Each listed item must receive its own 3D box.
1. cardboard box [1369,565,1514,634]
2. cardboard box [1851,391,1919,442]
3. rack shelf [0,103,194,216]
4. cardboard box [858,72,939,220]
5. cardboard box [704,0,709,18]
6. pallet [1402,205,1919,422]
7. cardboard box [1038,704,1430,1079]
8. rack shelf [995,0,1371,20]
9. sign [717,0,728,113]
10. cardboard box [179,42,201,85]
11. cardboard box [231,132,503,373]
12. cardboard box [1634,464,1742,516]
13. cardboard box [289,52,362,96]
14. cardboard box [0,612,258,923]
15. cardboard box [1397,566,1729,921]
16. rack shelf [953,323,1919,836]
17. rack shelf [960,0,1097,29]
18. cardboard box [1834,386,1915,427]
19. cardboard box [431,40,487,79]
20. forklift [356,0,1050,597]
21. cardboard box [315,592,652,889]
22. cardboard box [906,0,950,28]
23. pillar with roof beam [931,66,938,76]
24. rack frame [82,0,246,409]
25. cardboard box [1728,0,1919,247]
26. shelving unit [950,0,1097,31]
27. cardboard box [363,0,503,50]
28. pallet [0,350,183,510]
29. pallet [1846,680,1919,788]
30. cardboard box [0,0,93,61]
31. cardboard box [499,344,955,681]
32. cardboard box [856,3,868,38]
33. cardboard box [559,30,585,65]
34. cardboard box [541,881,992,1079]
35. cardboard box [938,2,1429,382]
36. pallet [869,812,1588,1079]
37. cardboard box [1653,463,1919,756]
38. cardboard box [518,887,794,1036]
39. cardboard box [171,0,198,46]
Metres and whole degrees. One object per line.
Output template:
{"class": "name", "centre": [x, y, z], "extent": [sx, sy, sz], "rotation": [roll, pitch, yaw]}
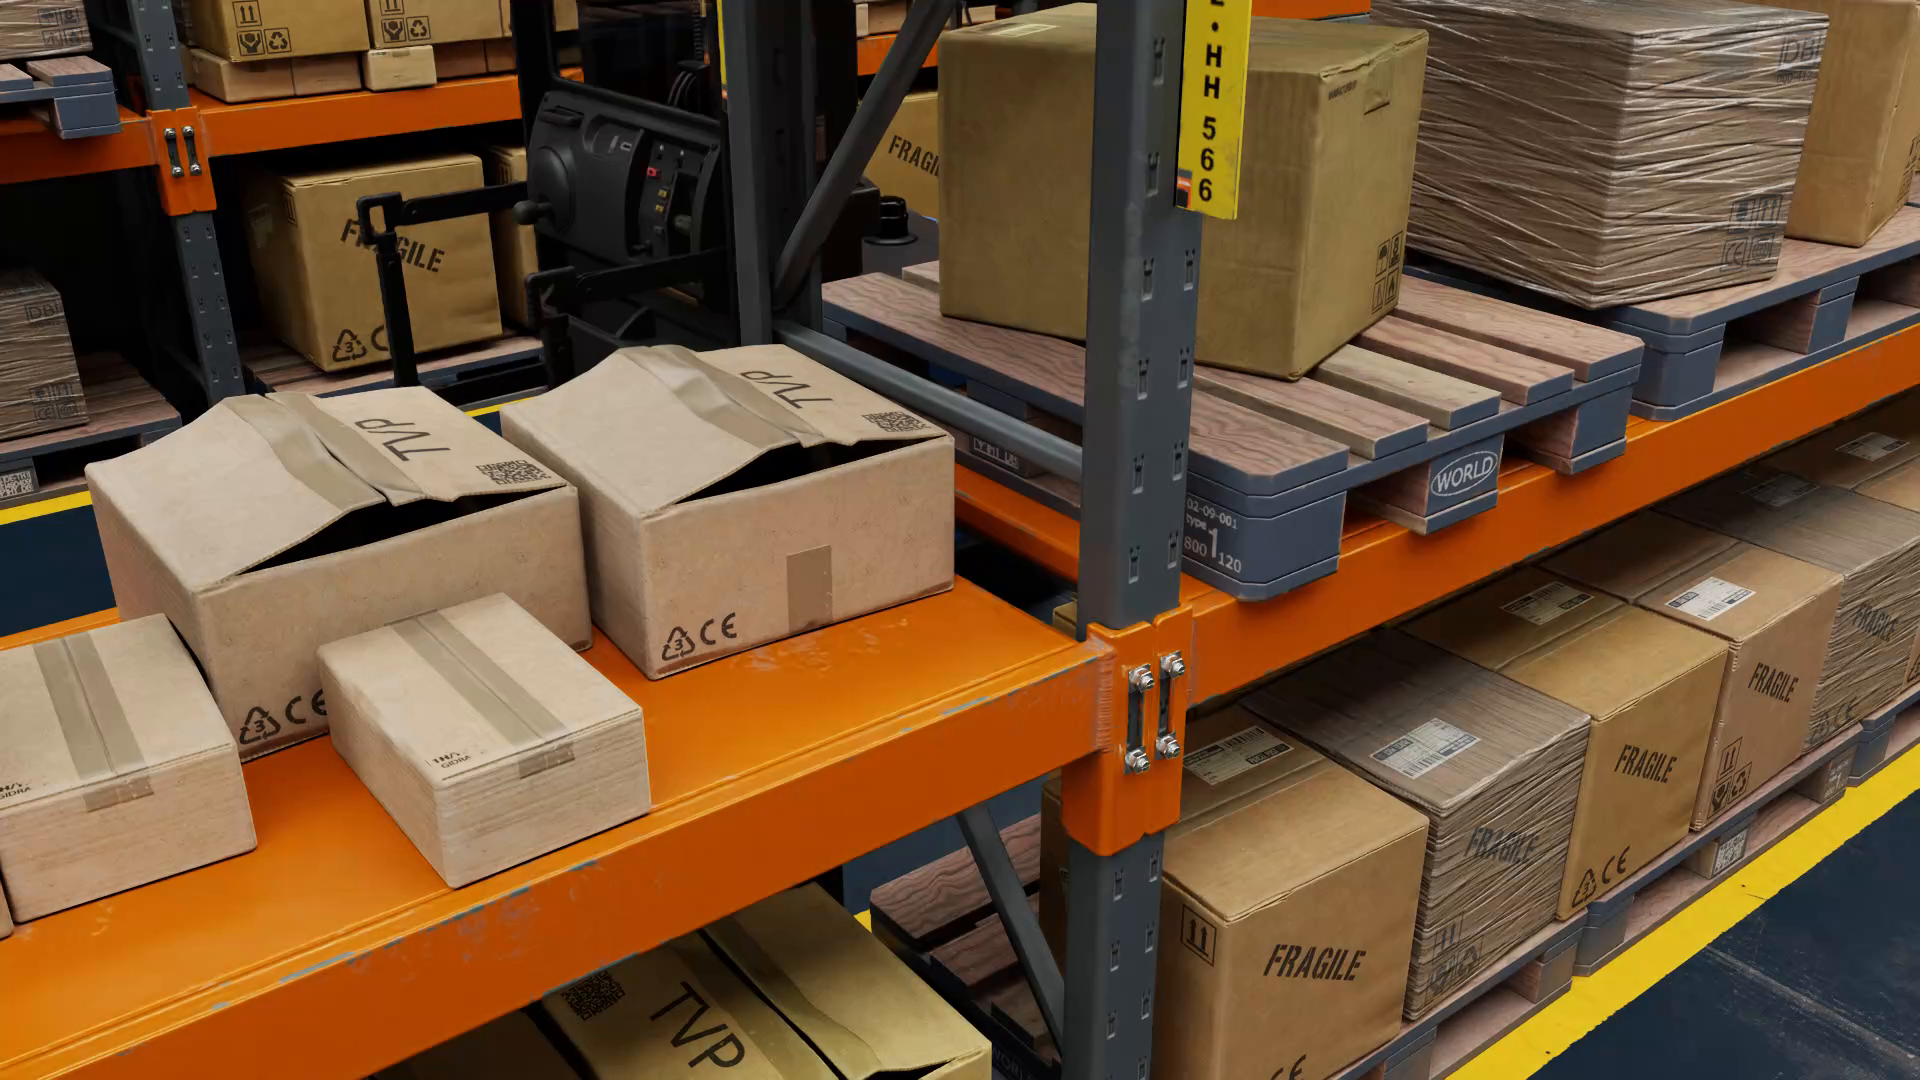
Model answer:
{"class": "cardboard box", "centre": [0.960, 0.266, 4.060], "extent": [0.500, 0.500, 0.500], "rotation": [-20, 31, -36]}
{"class": "cardboard box", "centre": [2.898, -0.095, 4.837], "extent": [0.500, 0.500, 0.500], "rotation": [-18, 31, -34]}
{"class": "rack shelf", "centre": [-4.672, -1.007, 5.211], "extent": [4.000, 0.370, 1.077], "rotation": [-18, 31, -34]}
{"class": "cardboard box", "centre": [-0.382, -1.895, 8.326], "extent": [0.750, 0.750, 0.750], "rotation": [-18, 30, -33]}
{"class": "cardboard box", "centre": [-1.344, -2.483, 7.041], "extent": [0.500, 0.500, 0.500], "rotation": [-17, 30, -33]}
{"class": "pallet", "centre": [1.489, -0.633, 3.778], "extent": [1.213, 0.211, 1.003], "rotation": [-18, 31, -34]}
{"class": "cardboard box", "centre": [0.496, 0.698, 3.130], "extent": [0.500, 0.500, 0.500], "rotation": [-17, 30, -32]}
{"class": "rack shelf", "centre": [1.623, -3.085, 9.689], "extent": [4.000, 0.370, 1.077], "rotation": [-18, 31, -34]}
{"class": "sign", "centre": [-0.381, -0.879, 2.801], "extent": [0.005, 0.325, 0.100], "rotation": [-18, 31, -34]}
{"class": "cardboard box", "centre": [-3.000, -1.918, 6.593], "extent": [0.250, 0.149, 0.380], "rotation": [-18, 30, -33]}
{"class": "cardboard box", "centre": [-2.439, -1.216, 6.861], "extent": [0.750, 0.750, 0.750], "rotation": [-19, 31, -35]}
{"class": "cardboard box", "centre": [1.767, -0.003, 4.640], "extent": [0.500, 0.500, 0.500], "rotation": [-18, 30, -33]}
{"class": "cardboard box", "centre": [-2.492, -1.819, 6.382], "extent": [0.250, 0.149, 0.380], "rotation": [-18, 30, -33]}
{"class": "cardboard box", "centre": [-1.007, 0.251, 1.944], "extent": [0.250, 0.149, 0.380], "rotation": [-16, 29, -30]}
{"class": "cardboard box", "centre": [1.302, 0.431, 3.704], "extent": [0.500, 0.500, 0.500], "rotation": [-19, 31, -35]}
{"class": "rack shelf", "centre": [1.535, -0.406, 3.916], "extent": [4.000, 0.370, 1.077], "rotation": [-18, 31, -34]}
{"class": "rack shelf", "centre": [0.289, -1.677, 5.238], "extent": [0.480, 0.518, 0.431], "rotation": [-20, 31, -36]}
{"class": "cardboard box", "centre": [2.578, -0.273, 5.221], "extent": [0.500, 0.500, 0.500], "rotation": [-20, 31, -36]}
{"class": "cardboard box", "centre": [-2.109, -1.967, 6.699], "extent": [0.250, 0.149, 0.380], "rotation": [-19, 31, -35]}
{"class": "forklift", "centre": [-1.069, -0.951, 4.316], "extent": [3.031, 2.935, 1.130], "rotation": [-20, 31, -36]}
{"class": "cardboard box", "centre": [-0.576, 0.226, 1.998], "extent": [0.250, 0.149, 0.380], "rotation": [-18, 31, -34]}
{"class": "cardboard box", "centre": [-0.226, -2.532, 7.918], "extent": [0.250, 0.149, 0.380], "rotation": [-18, 30, -33]}
{"class": "pillar with roof beam", "centre": [2.723, -4.655, 5.092], "extent": [0.400, 9.000, 9.100], "rotation": [-18, 31, -34]}
{"class": "rack frame", "centre": [-3.098, -1.853, 6.179], "extent": [0.127, 3.000, 1.000], "rotation": [-18, 31, -34]}
{"class": "cardboard box", "centre": [1.757, -1.008, 3.742], "extent": [0.700, 0.500, 0.500], "rotation": [18, 30, 33]}
{"class": "shelving unit", "centre": [0.289, -1.054, 5.527], "extent": [0.503, 2.100, 0.431], "rotation": [-20, 31, -36]}
{"class": "cardboard box", "centre": [-2.140, -2.217, 6.467], "extent": [0.500, 0.500, 0.500], "rotation": [-17, 30, -32]}
{"class": "pallet", "centre": [-3.714, -0.386, 6.330], "extent": [1.213, 0.211, 1.003], "rotation": [-18, 31, -34]}
{"class": "pallet", "centre": [2.492, 0.237, 4.989], "extent": [1.213, 0.211, 1.003], "rotation": [-18, 31, -34]}
{"class": "cardboard box", "centre": [-3.462, -1.972, 5.796], "extent": [0.500, 0.500, 0.700], "rotation": [-23, 33, -40]}
{"class": "cardboard box", "centre": [-0.352, -0.092, 2.492], "extent": [0.500, 0.311, 0.500], "rotation": [-16, 29, -31]}
{"class": "cardboard box", "centre": [-0.629, -2.392, 7.615], "extent": [0.250, 0.149, 0.380], "rotation": [-18, 31, -34]}
{"class": "cardboard box", "centre": [-1.701, -2.100, 6.987], "extent": [0.250, 0.149, 0.380], "rotation": [-18, 30, -33]}
{"class": "cardboard box", "centre": [-0.299, 0.807, 2.549], "extent": [0.500, 0.311, 0.500], "rotation": [-17, 30, -33]}
{"class": "cardboard box", "centre": [0.388, -0.650, 2.969], "extent": [0.700, 0.500, 0.500], "rotation": [15, 29, 29]}
{"class": "pallet", "centre": [0.572, 0.871, 3.624], "extent": [1.213, 0.211, 1.003], "rotation": [-18, 31, -34]}
{"class": "cardboard box", "centre": [2.109, 0.161, 4.286], "extent": [0.500, 0.500, 0.500], "rotation": [-18, 30, -33]}
{"class": "cardboard box", "centre": [-0.632, 0.628, 2.934], "extent": [0.500, 0.311, 0.500], "rotation": [-17, 30, -32]}
{"class": "cardboard box", "centre": [-2.889, -2.252, 6.544], "extent": [0.500, 0.500, 0.500], "rotation": [-18, 30, -34]}
